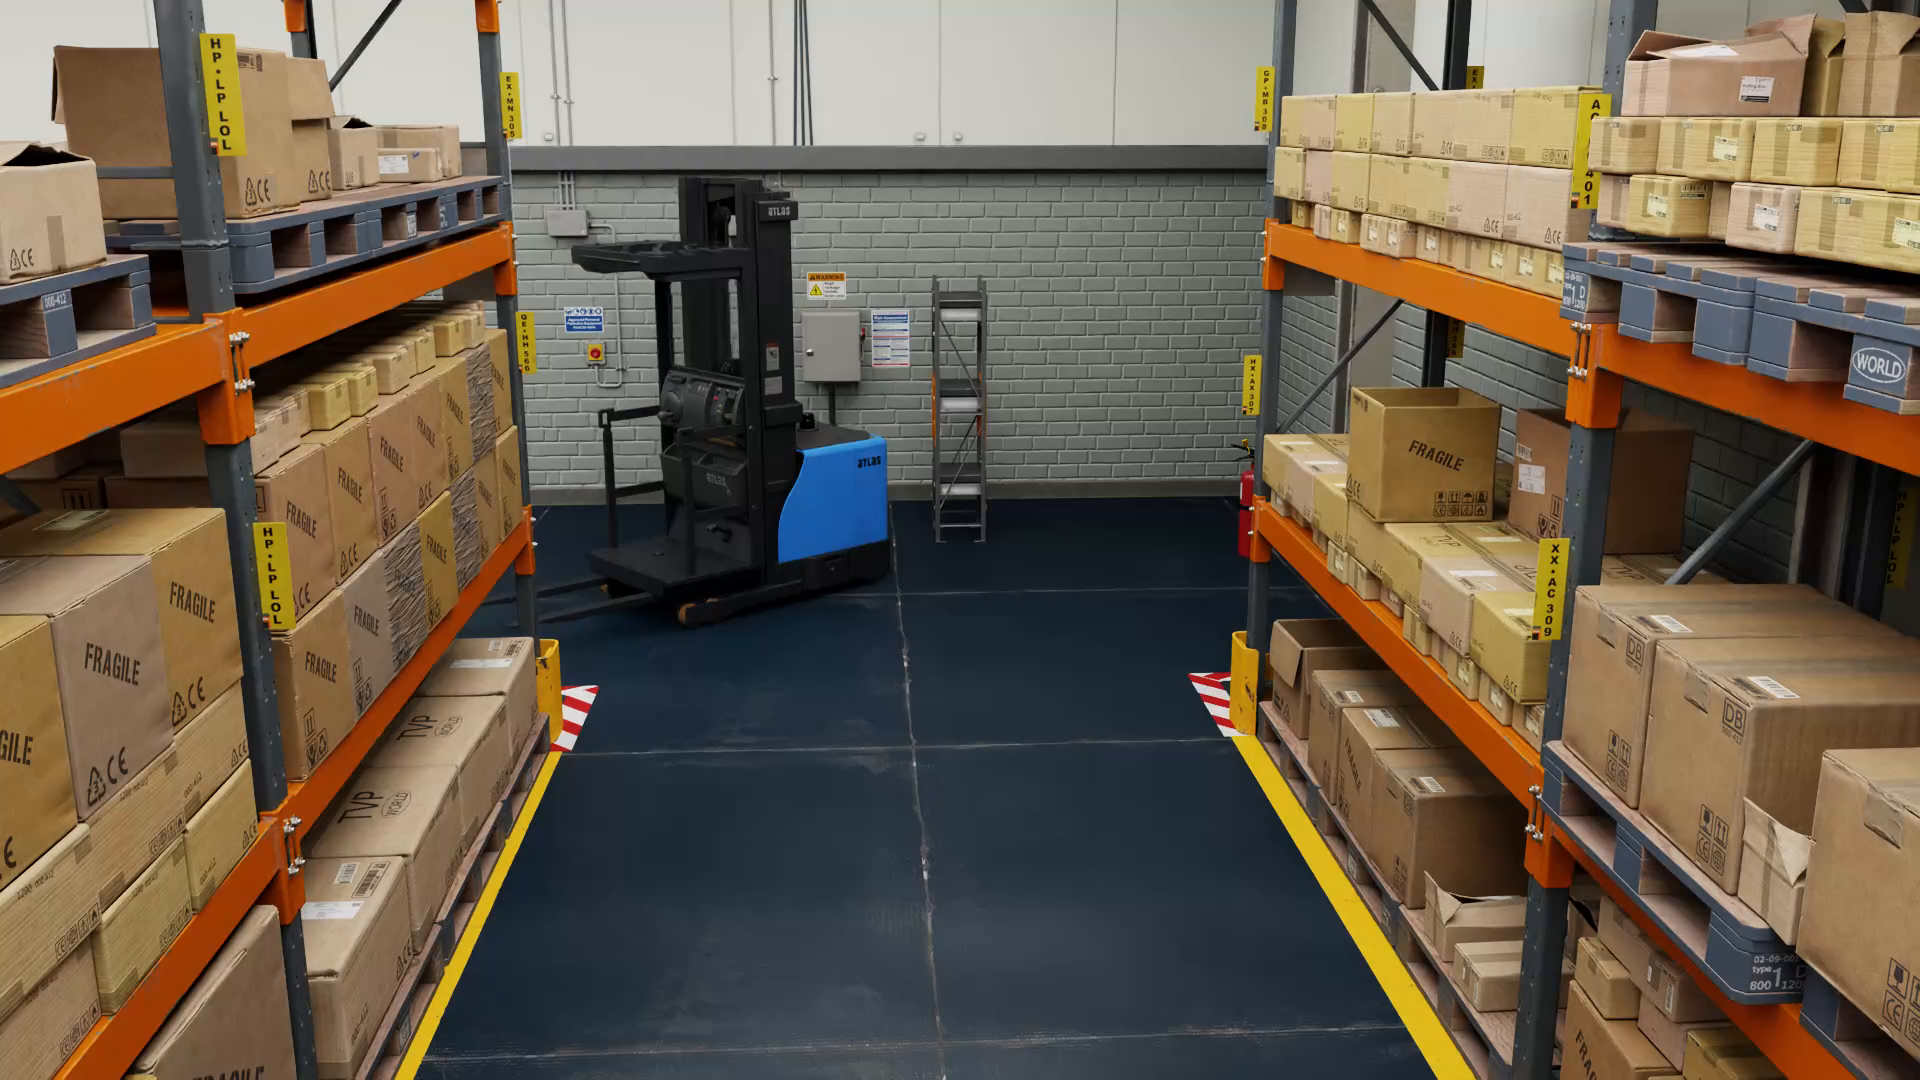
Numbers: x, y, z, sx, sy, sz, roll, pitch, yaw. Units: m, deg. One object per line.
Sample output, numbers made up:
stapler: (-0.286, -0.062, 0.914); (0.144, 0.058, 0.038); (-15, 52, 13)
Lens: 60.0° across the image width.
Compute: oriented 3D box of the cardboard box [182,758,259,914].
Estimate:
cardboard box: (-2.295, 0.821, 4.617); (0.500, 0.250, 0.500); (-1, 14, -5)

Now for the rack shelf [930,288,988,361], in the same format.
rack shelf: (-0.010, -1.723, 13.254); (0.431, 0.518, 0.480); (-1, 14, -3)

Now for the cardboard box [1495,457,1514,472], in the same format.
cardboard box: (2.456, -0.264, 8.239); (0.500, 0.250, 0.500); (-1, 14, -3)

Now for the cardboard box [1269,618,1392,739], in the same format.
cardboard box: (2.075, 0.728, 8.846); (0.797, 0.503, 0.637); (-1, 15, -6)

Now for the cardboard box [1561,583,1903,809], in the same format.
cardboard box: (2.187, 0.435, 4.772); (0.700, 0.500, 0.500); (-1, 14, -2)

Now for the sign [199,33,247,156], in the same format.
sign: (-2.033, -1.226, 4.581); (0.100, 0.325, 0.005); (-1, 14, -3)

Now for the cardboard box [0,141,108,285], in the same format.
cardboard box: (-2.310, -0.756, 3.762); (0.500, 0.311, 0.500); (-1, 14, -3)

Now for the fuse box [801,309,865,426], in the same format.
fuse box: (-1.089, -1.128, 14.477); (0.539, 1.711, 0.414); (-1, 14, -3)

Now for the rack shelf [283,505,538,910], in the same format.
rack shelf: (-2.698, 0.492, 7.039); (1.077, 0.370, 4.000); (-1, 14, -3)

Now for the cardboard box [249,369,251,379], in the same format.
cardboard box: (-2.927, -0.597, 6.317); (0.380, 0.149, 0.250); (-1, 14, -5)

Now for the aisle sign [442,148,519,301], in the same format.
aisle sign: (-2.517, -1.636, 8.647); (0.394, 0.787, 0.004); (-1, 14, -3)

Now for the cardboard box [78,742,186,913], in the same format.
cardboard box: (-2.266, 0.701, 4.078); (0.500, 0.250, 0.500); (-1, 14, -2)

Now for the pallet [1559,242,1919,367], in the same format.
pallet: (2.350, -0.635, 4.333); (1.213, 0.211, 1.003); (-1, 14, -3)

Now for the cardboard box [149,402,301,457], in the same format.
cardboard box: (-2.366, -0.352, 5.366); (0.380, 0.149, 0.250); (-1, 14, -3)

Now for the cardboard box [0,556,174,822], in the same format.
cardboard box: (-2.256, 0.344, 3.963); (0.500, 0.500, 0.500); (-1, 14, -2)

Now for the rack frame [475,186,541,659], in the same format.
rack frame: (-2.822, -0.354, 8.883); (1.000, 3.000, 0.127); (-1, 14, -3)

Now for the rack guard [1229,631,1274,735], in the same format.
rack guard: (2.137, 0.798, 9.422); (1.175, 0.500, 0.348); (-1, 14, -3)

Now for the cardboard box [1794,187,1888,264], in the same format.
cardboard box: (2.067, -0.685, 3.611); (0.380, 0.149, 0.250); (-1, 14, -4)

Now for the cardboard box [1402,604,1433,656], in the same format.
cardboard box: (1.997, 0.352, 6.643); (0.380, 0.149, 0.250); (-1, 14, -4)

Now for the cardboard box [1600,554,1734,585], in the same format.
cardboard box: (2.581, 0.240, 6.279); (0.500, 0.250, 0.500); (-1, 14, -4)

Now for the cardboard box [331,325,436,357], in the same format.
cardboard box: (-2.540, -0.860, 7.339); (0.380, 0.149, 0.250); (-1, 14, -4)

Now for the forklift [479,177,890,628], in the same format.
forklift: (-1.945, -0.972, 11.422); (3.031, 2.935, 1.130); (-13, 19, -41)

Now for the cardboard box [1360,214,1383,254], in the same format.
cardboard box: (1.918, -1.297, 7.032); (0.380, 0.149, 0.250); (-1, 14, -3)

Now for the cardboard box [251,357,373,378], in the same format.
cardboard box: (-2.464, -0.605, 6.351); (0.380, 0.149, 0.250); (-1, 14, -4)

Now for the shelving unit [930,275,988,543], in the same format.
shelving unit: (-0.010, -1.058, 13.425); (0.431, 2.100, 0.503); (-1, 14, -3)

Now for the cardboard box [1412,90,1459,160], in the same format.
cardboard box: (2.045, -1.577, 6.317); (0.500, 0.250, 0.500); (-1, 14, -2)

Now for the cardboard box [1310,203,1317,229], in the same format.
cardboard box: (1.962, -1.615, 8.268); (0.380, 0.149, 0.250); (-1, 14, -2)

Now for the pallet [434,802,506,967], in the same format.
pallet: (-2.622, 1.497, 7.286); (1.003, 0.211, 1.213); (-1, 14, -3)

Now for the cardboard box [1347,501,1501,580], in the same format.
cardboard box: (2.010, -0.008, 7.241); (0.500, 0.250, 0.500); (-1, 14, -5)

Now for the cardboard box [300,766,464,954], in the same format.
cardboard box: (-2.562, 1.298, 6.762); (0.875, 0.438, 0.875); (-1, 14, -5)

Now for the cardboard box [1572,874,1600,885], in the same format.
cardboard box: (2.548, 1.465, 6.693); (0.380, 0.149, 0.250); (-1, 14, -4)

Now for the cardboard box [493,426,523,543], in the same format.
cardboard box: (-2.528, -0.287, 8.420); (0.500, 0.500, 0.500); (-1, 14, -3)

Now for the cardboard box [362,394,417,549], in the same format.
cardboard box: (-2.407, -0.267, 6.339); (0.500, 0.500, 0.500); (-1, 14, -2)

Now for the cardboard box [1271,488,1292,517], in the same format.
cardboard box: (1.879, -0.224, 8.881); (0.380, 0.149, 0.250); (-1, 14, -4)

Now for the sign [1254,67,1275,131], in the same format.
sign: (1.591, -2.299, 8.669); (0.100, 0.325, 0.005); (-1, 14, -3)

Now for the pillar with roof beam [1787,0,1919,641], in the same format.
pillar with roof beam: (-1.060, -2.463, 5.039); (9.100, 9.000, 0.400); (-1, 14, -3)

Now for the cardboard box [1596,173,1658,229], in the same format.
cardboard box: (2.002, -0.939, 4.598); (0.380, 0.149, 0.250); (-1, 14, -3)

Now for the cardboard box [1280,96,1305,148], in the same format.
cardboard box: (1.909, -2.084, 8.286); (0.500, 0.250, 0.500); (-1, 14, -4)

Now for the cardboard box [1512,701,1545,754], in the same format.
cardboard box: (2.108, 0.609, 5.642); (0.380, 0.149, 0.250); (-1, 14, -3)

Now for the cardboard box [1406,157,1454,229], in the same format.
cardboard box: (2.037, -1.334, 6.375); (0.500, 0.250, 0.500); (-1, 14, -2)

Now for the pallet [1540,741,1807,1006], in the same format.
pallet: (2.321, 0.857, 4.563); (1.003, 0.211, 1.213); (-1, 14, -3)

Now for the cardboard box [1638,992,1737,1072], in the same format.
cardboard box: (2.231, 1.417, 4.870); (0.380, 0.149, 0.250); (-1, 14, -5)

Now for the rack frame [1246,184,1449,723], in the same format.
rack frame: (2.132, -0.432, 9.184); (1.000, 3.000, 0.127); (-1, 14, -3)

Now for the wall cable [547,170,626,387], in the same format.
wall cable: (-3.194, -2.263, 14.201); (0.585, 1.953, 0.123); (-1, 14, -3)

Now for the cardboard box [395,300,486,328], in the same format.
cardboard box: (-2.600, -1.115, 8.330); (0.380, 0.149, 0.250); (-1, 14, -3)

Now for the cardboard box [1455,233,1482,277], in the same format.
cardboard box: (2.032, -1.042, 6.040); (0.380, 0.149, 0.250); (-1, 14, -4)

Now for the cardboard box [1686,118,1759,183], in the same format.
cardboard box: (2.022, -0.954, 4.057); (0.380, 0.149, 0.250); (-1, 14, -4)

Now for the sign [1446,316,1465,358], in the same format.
sign: (2.687, -1.149, 9.014); (0.100, 0.325, 0.005); (-1, 14, -3)

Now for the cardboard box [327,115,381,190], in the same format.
cardboard box: (-2.779, -1.642, 7.005); (0.500, 0.311, 0.500); (-1, 14, -2)

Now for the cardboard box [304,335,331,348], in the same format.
cardboard box: (-2.984, -0.848, 7.294); (0.380, 0.149, 0.250); (-1, 14, -3)

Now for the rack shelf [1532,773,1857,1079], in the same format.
rack shelf: (2.504, 1.409, 3.474); (1.077, 0.370, 4.000); (-1, 14, -3)

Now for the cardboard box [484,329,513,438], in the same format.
cardboard box: (-2.554, -0.770, 8.294); (0.500, 0.500, 0.500); (0, 14, -2)

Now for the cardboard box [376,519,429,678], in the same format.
cardboard box: (-2.393, 0.223, 6.441); (0.500, 0.500, 0.500); (-1, 14, -3)

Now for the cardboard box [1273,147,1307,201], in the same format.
cardboard box: (1.887, -1.841, 8.347); (0.500, 0.250, 0.500); (-1, 14, -4)
